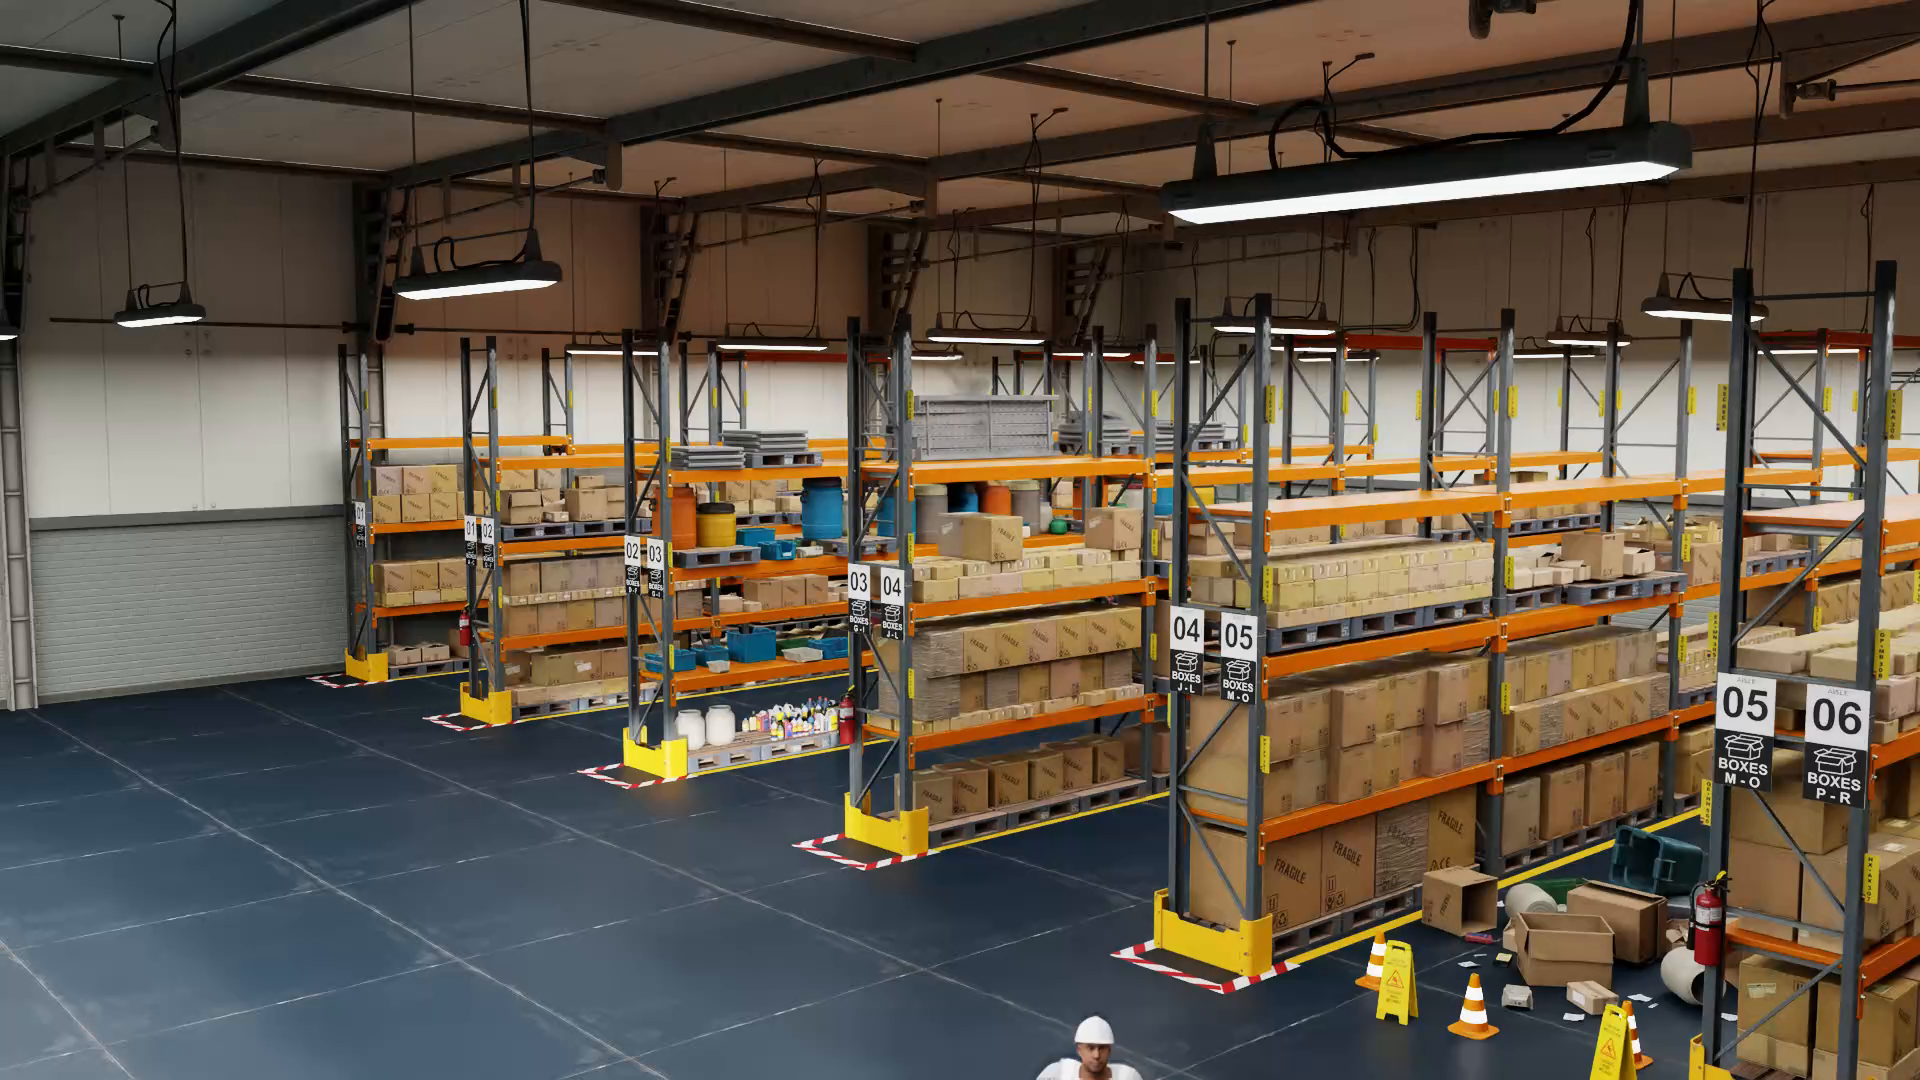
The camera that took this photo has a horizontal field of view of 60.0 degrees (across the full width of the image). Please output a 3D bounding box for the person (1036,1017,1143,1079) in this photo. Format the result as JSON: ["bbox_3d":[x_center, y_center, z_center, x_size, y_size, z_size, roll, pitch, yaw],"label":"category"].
[{"bbox_3d":[0.723,3.462,9.034,0.682,1.789,0.987,0,5,0],"label":"person"}]

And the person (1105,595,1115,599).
[{"bbox_3d":[3.130,1.394,32.806,0.657,1.715,0.703,3,6,33],"label":"person"}]
